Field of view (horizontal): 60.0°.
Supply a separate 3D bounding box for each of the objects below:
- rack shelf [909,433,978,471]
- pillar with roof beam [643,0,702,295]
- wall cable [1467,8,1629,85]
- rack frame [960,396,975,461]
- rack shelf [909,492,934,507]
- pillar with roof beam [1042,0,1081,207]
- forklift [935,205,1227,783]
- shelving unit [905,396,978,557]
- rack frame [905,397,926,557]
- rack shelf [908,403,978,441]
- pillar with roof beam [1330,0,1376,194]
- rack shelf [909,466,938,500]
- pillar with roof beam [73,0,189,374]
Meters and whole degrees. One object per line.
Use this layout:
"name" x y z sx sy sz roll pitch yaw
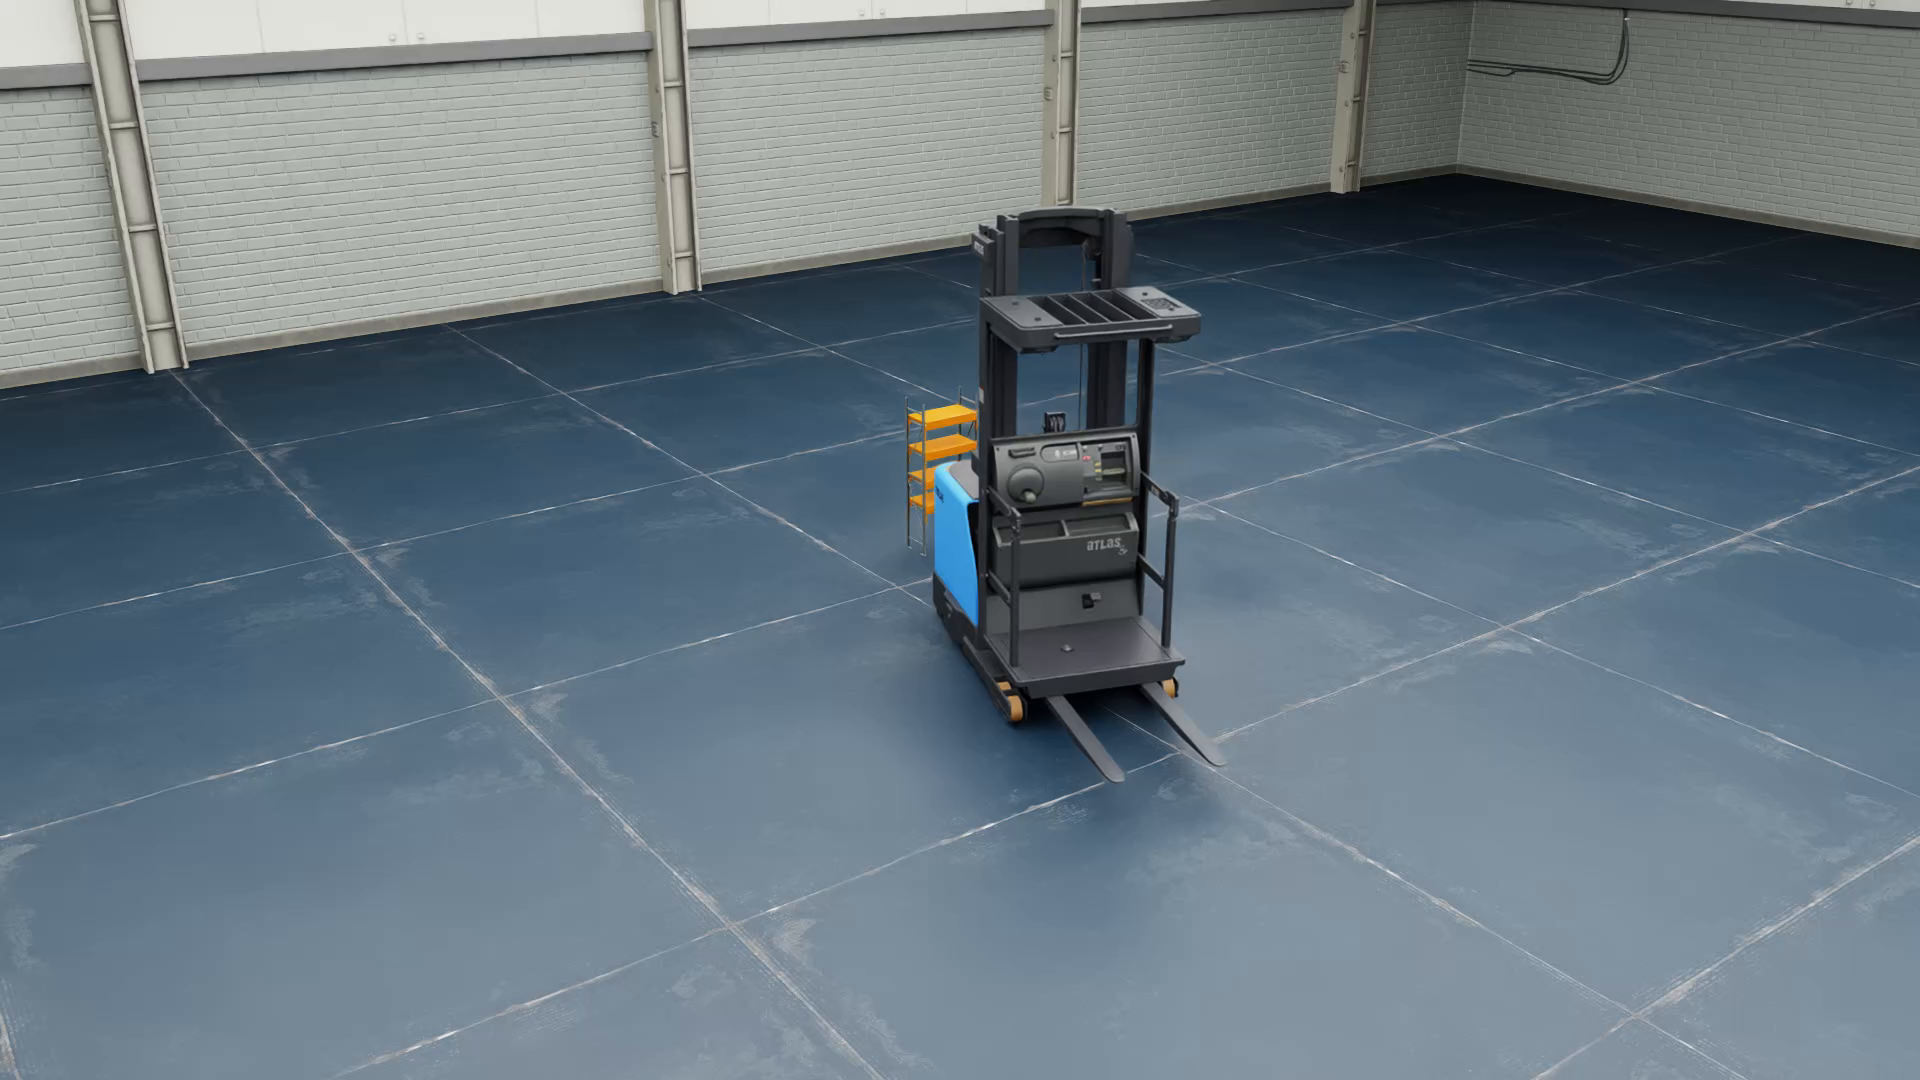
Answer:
"rack shelf" -0.134 -0.667 12.526 0.480 0.148 0.258 -15 26 -33
"pillar with roof beam" -0.941 -5.993 15.774 0.400 9.000 9.100 -15 26 -33
"wall cable" 9.449 -8.684 26.706 0.112 2.526 3.097 -15 26 -33
"rack frame" 0.063 -0.574 12.717 0.006 1.046 0.228 -15 26 -33
"rack shelf" -0.134 -0.324 12.663 0.457 0.021 0.221 -15 26 -33
"pillar with roof beam" 3.929 -7.292 19.029 0.400 9.000 9.100 -15 26 -33
"forklift" 0.716 -0.414 9.978 1.121 2.935 3.031 -6 23 -15
"shelving unit" -0.136 -0.521 12.583 0.499 1.200 0.258 -15 26 -33
"rack frame" -0.332 -0.469 12.452 0.015 1.200 0.240 -15 26 -33
"rack shelf" -0.134 -0.886 12.439 0.480 0.148 0.258 -15 26 -33
"pillar with roof beam" 8.799 -8.591 22.283 0.400 9.000 9.100 -15 26 -33
"rack shelf" -0.134 -0.459 12.609 0.480 0.148 0.258 -15 26 -33
"pillar with roof beam" -5.812 -4.695 12.520 0.400 9.000 9.100 -15 26 -33
